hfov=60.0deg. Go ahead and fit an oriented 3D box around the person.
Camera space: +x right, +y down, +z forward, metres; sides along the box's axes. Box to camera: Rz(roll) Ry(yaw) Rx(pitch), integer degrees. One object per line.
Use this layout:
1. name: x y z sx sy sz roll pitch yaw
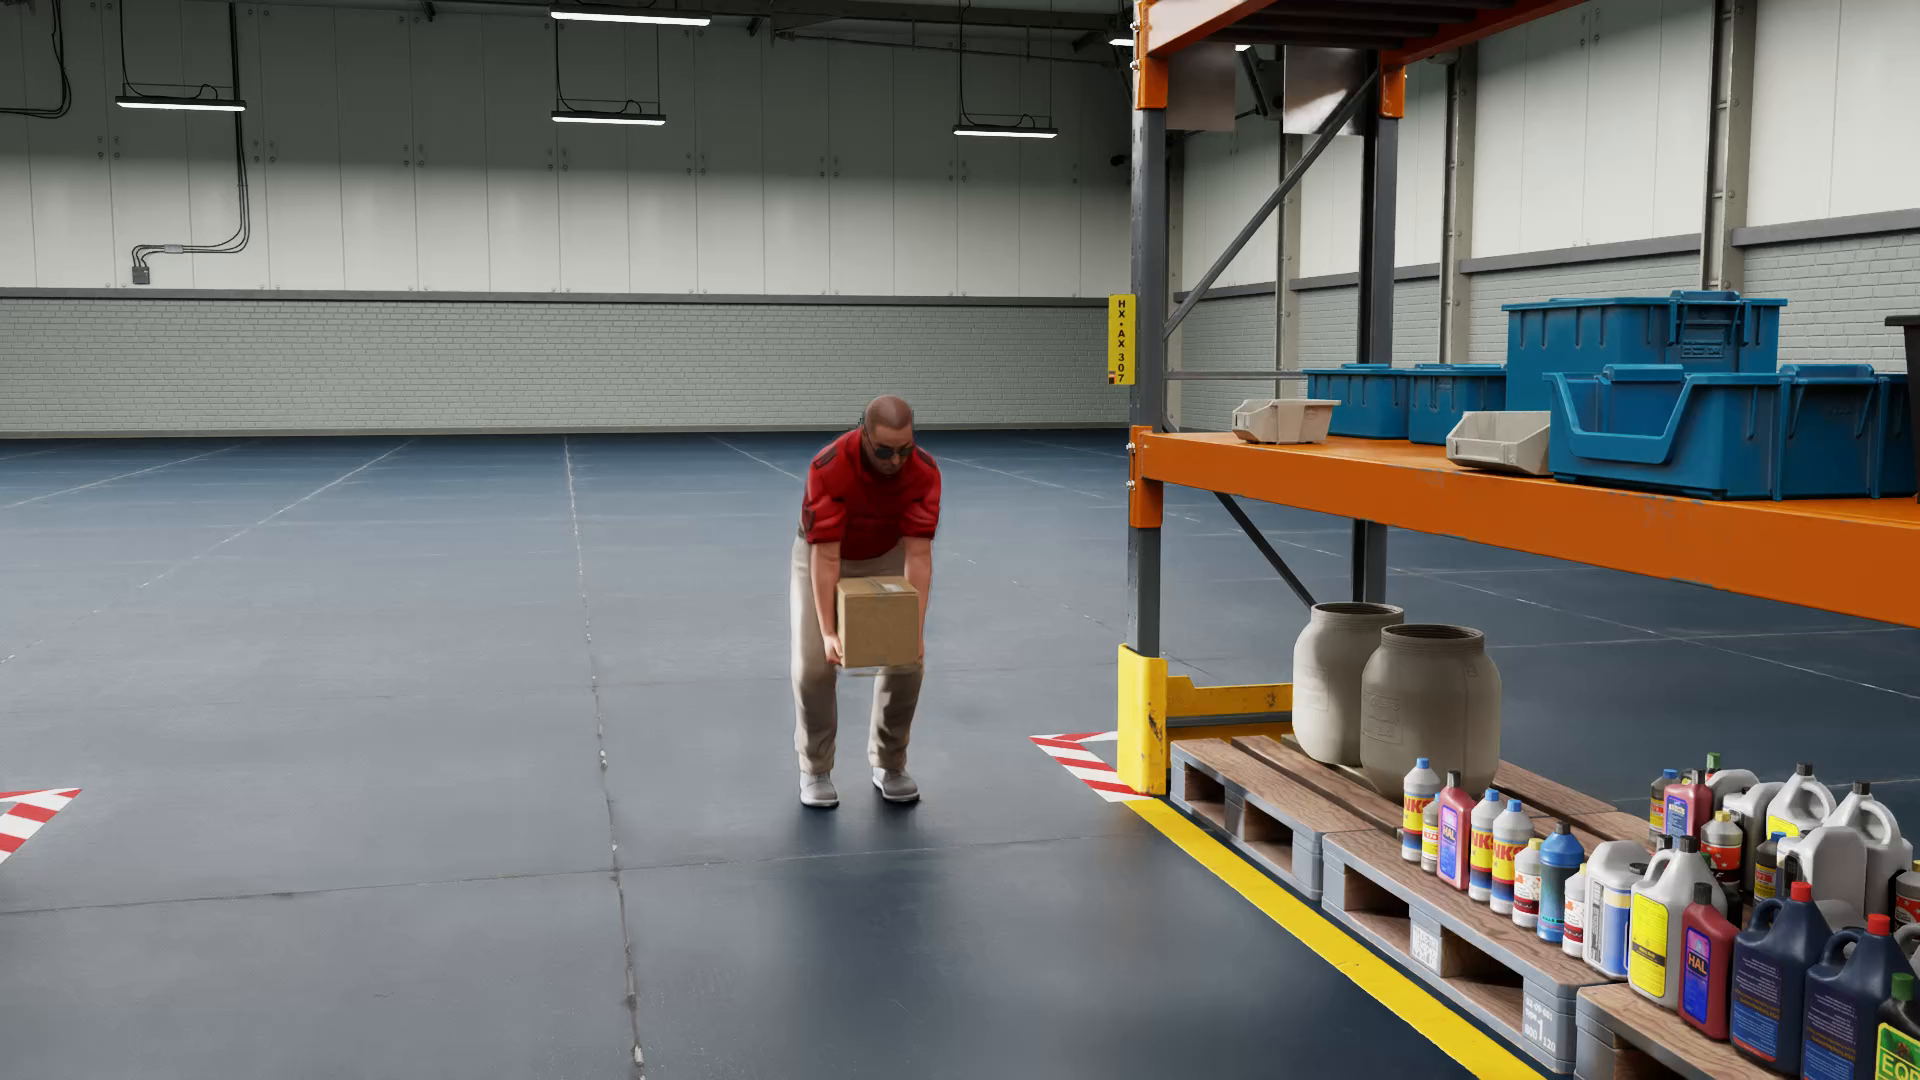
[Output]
1. person: -0.346 0.125 5.850 0.482 1.632 0.623 -2 6 -15
